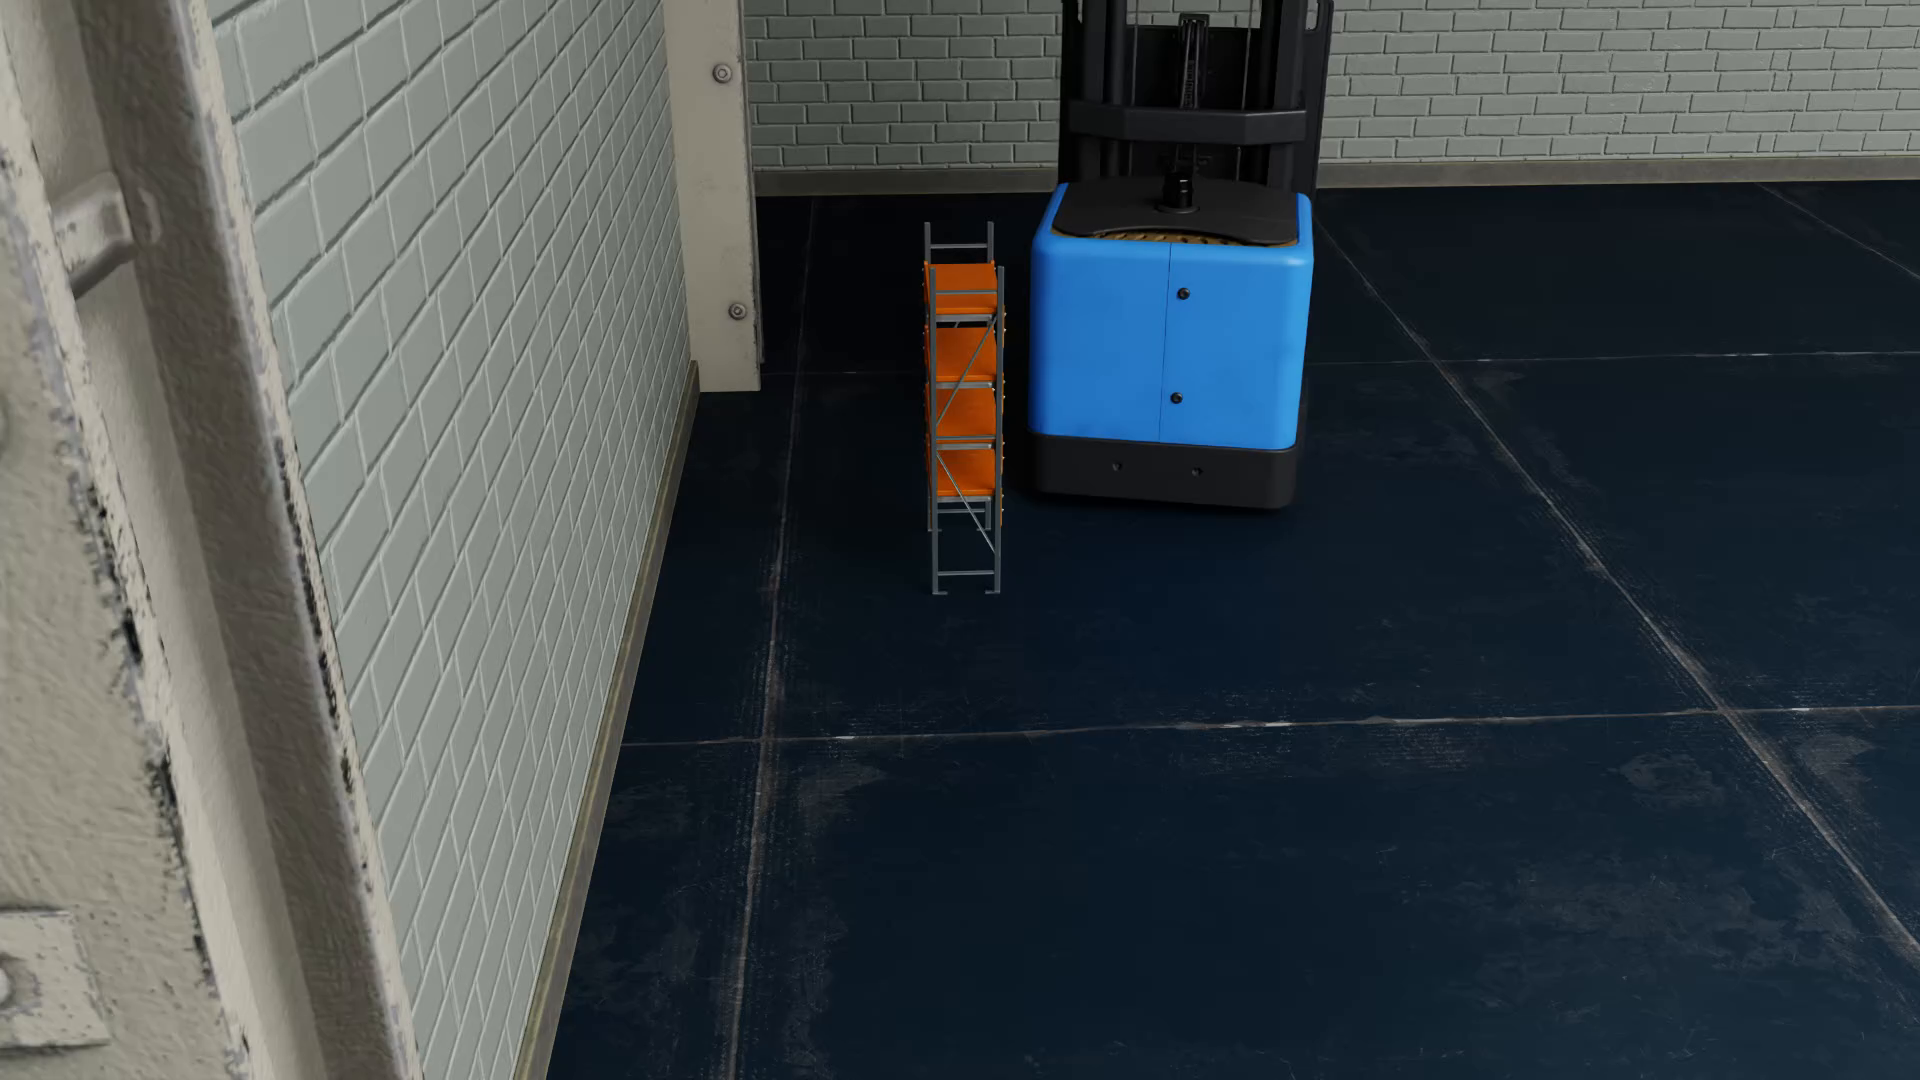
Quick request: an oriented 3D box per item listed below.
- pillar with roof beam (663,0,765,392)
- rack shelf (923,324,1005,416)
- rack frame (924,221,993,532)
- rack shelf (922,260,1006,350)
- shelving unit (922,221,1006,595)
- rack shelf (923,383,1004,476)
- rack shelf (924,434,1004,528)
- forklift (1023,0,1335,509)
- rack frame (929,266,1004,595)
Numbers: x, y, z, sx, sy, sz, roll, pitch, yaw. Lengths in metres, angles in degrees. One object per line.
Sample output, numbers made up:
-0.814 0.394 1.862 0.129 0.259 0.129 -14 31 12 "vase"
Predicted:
3.227 -4.860 5.838 9.100 9.000 0.400 -1 28 -3 "pillar with roof beam"
0.009 -0.594 5.754 0.258 0.148 0.480 -1 28 -3 "rack shelf"
-0.004 -0.568 6.042 0.240 1.200 0.015 -1 28 -3 "rack frame"
0.009 -0.804 5.644 0.258 0.148 0.480 -1 28 -3 "rack shelf"
0.009 -0.456 5.826 0.258 1.200 0.503 -1 28 -3 "shelving unit"
0.009 -0.396 5.857 0.258 0.148 0.480 -1 28 -3 "rack shelf"
0.009 -0.220 5.949 0.258 0.148 0.480 -1 28 -3 "rack shelf"
1.002 -2.076 7.061 1.130 2.935 3.031 4 28 9 "forklift"
0.021 -0.343 5.610 0.240 1.200 0.015 -1 28 -3 "rack frame"
